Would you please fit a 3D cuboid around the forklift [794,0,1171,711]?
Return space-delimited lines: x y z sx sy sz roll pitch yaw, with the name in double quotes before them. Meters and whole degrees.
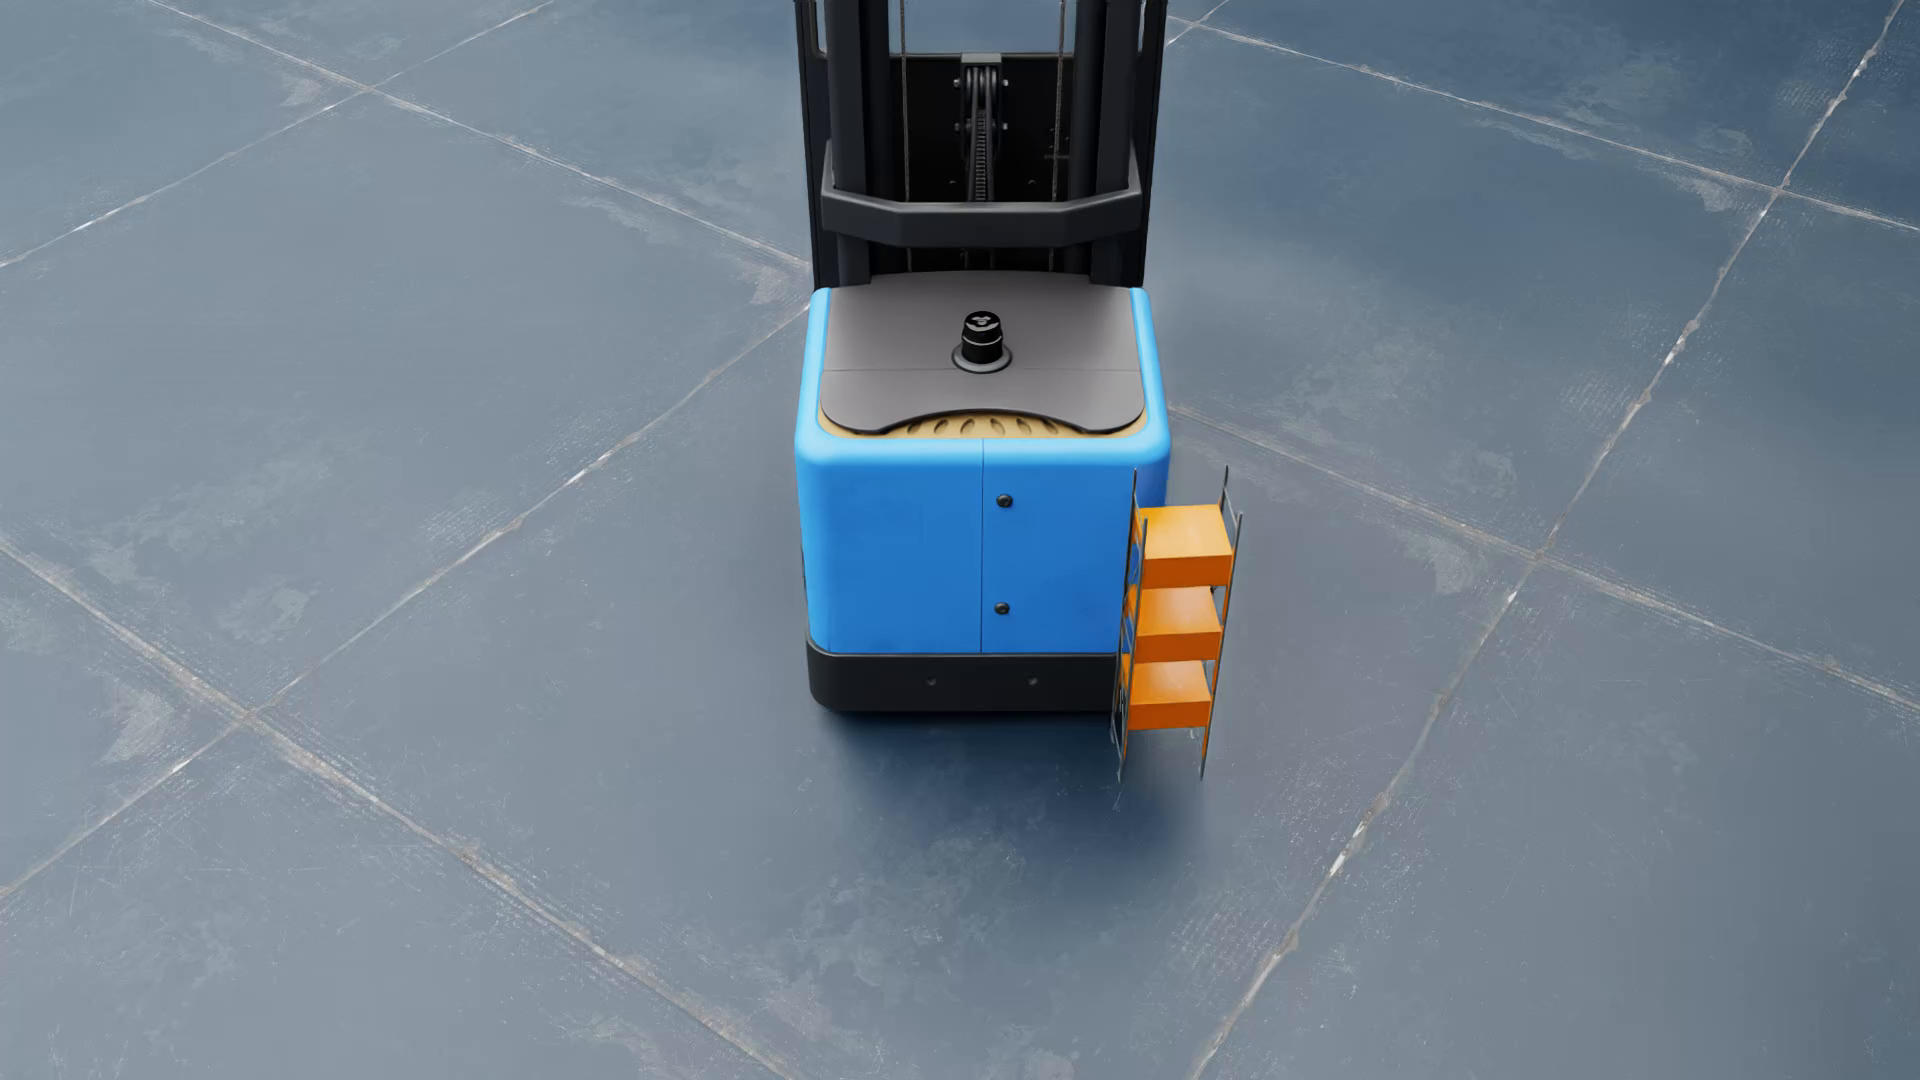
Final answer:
"forklift" 0.060 -1.527 5.259 1.130 2.935 3.031 0 42 0

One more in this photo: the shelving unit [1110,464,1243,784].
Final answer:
"shelving unit" 0.591 0.262 4.669 0.252 1.050 0.215 -3 42 -3

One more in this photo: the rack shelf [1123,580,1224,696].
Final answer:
"rack shelf" 0.591 0.270 4.676 0.240 0.259 0.215 -3 42 -3

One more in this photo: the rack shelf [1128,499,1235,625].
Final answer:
"rack shelf" 0.591 0.059 4.486 0.240 0.259 0.215 -3 42 -3

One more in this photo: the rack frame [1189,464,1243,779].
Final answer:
"rack frame" 0.712 0.256 4.676 0.008 1.050 0.200 -3 42 -3

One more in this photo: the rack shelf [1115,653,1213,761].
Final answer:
"rack shelf" 0.591 0.476 4.863 0.240 0.259 0.215 -3 42 -3

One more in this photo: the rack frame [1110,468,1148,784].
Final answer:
"rack frame" 0.469 0.268 4.663 0.008 1.050 0.200 -3 42 -3
